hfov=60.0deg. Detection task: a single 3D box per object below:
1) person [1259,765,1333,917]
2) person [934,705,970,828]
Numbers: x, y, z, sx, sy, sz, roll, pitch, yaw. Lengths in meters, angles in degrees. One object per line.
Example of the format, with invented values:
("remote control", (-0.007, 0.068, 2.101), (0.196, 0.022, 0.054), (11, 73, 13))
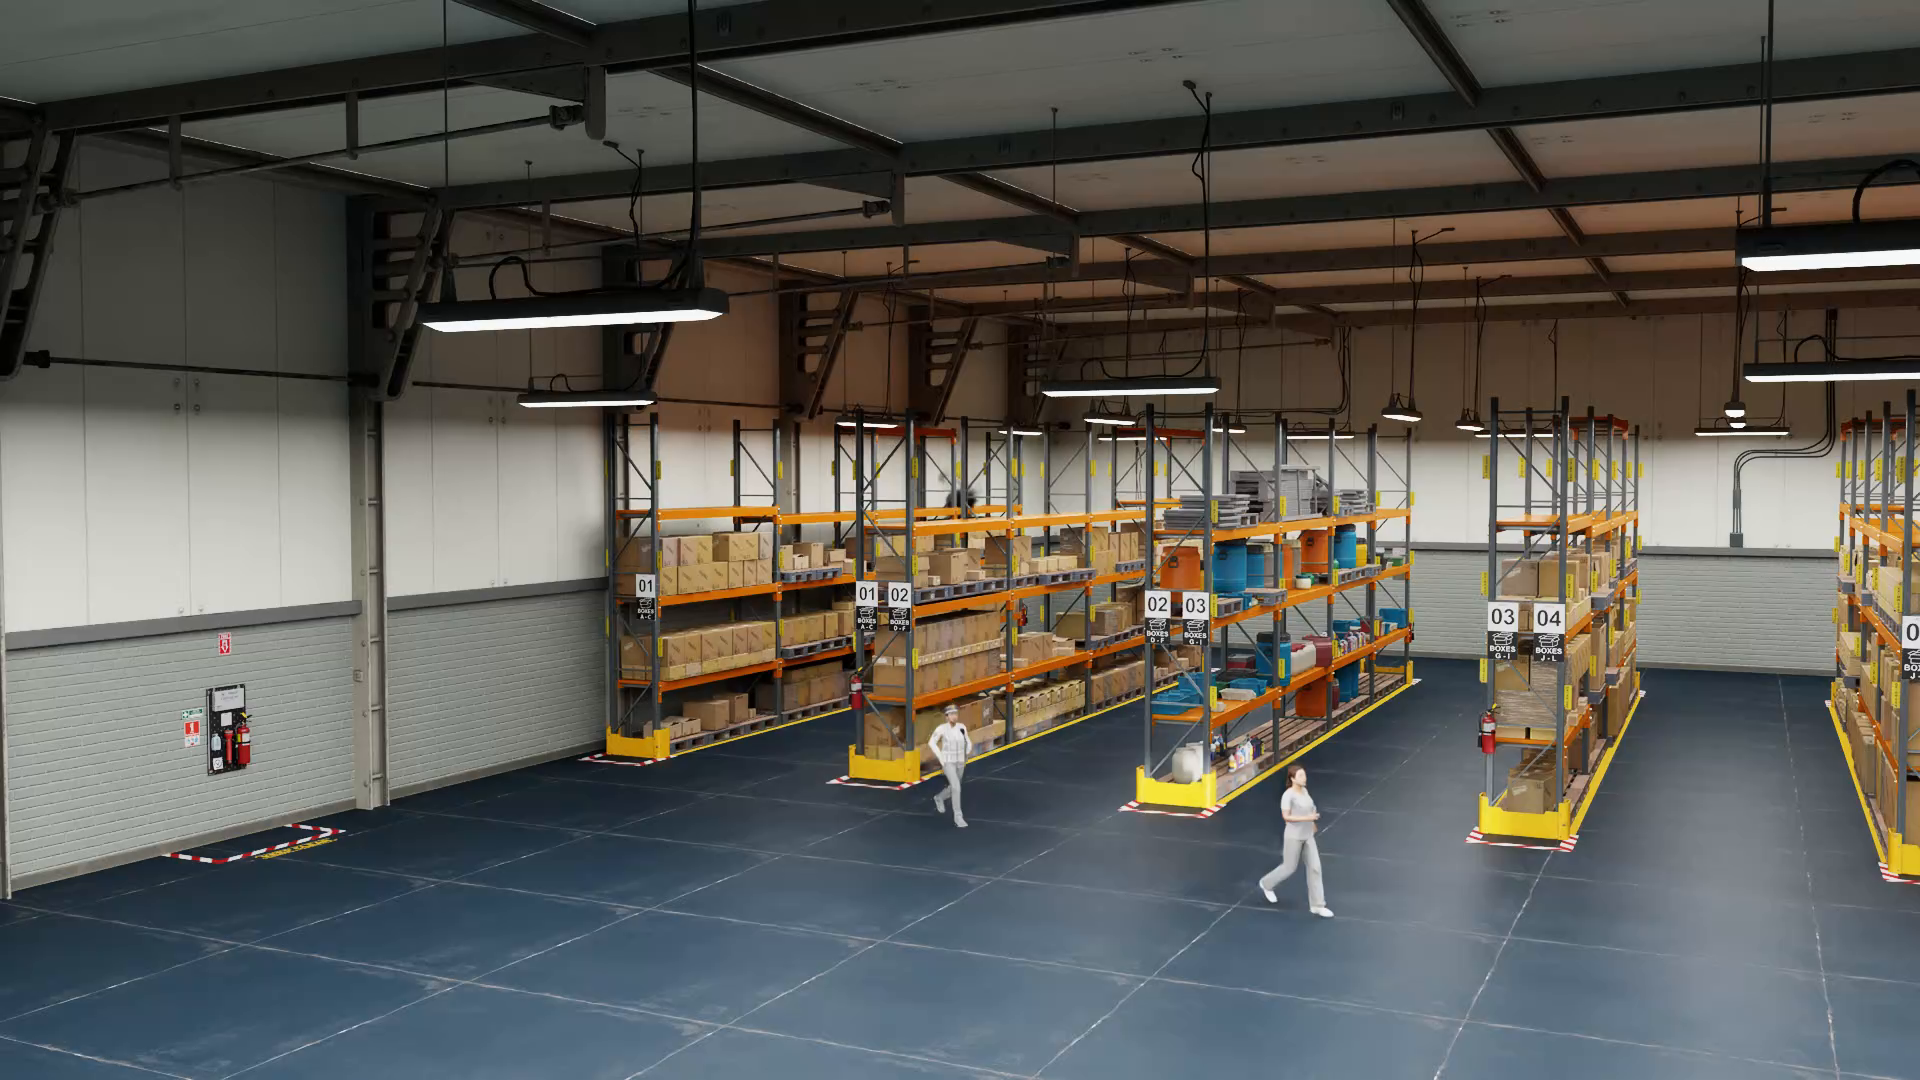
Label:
("person", (3.810, 3.357, 18.762), (0.569, 1.647, 0.963), (-2, 3, -39))
("person", (-0.126, 3.170, 23.598), (0.428, 1.705, 0.810), (-1, 3, -31))
